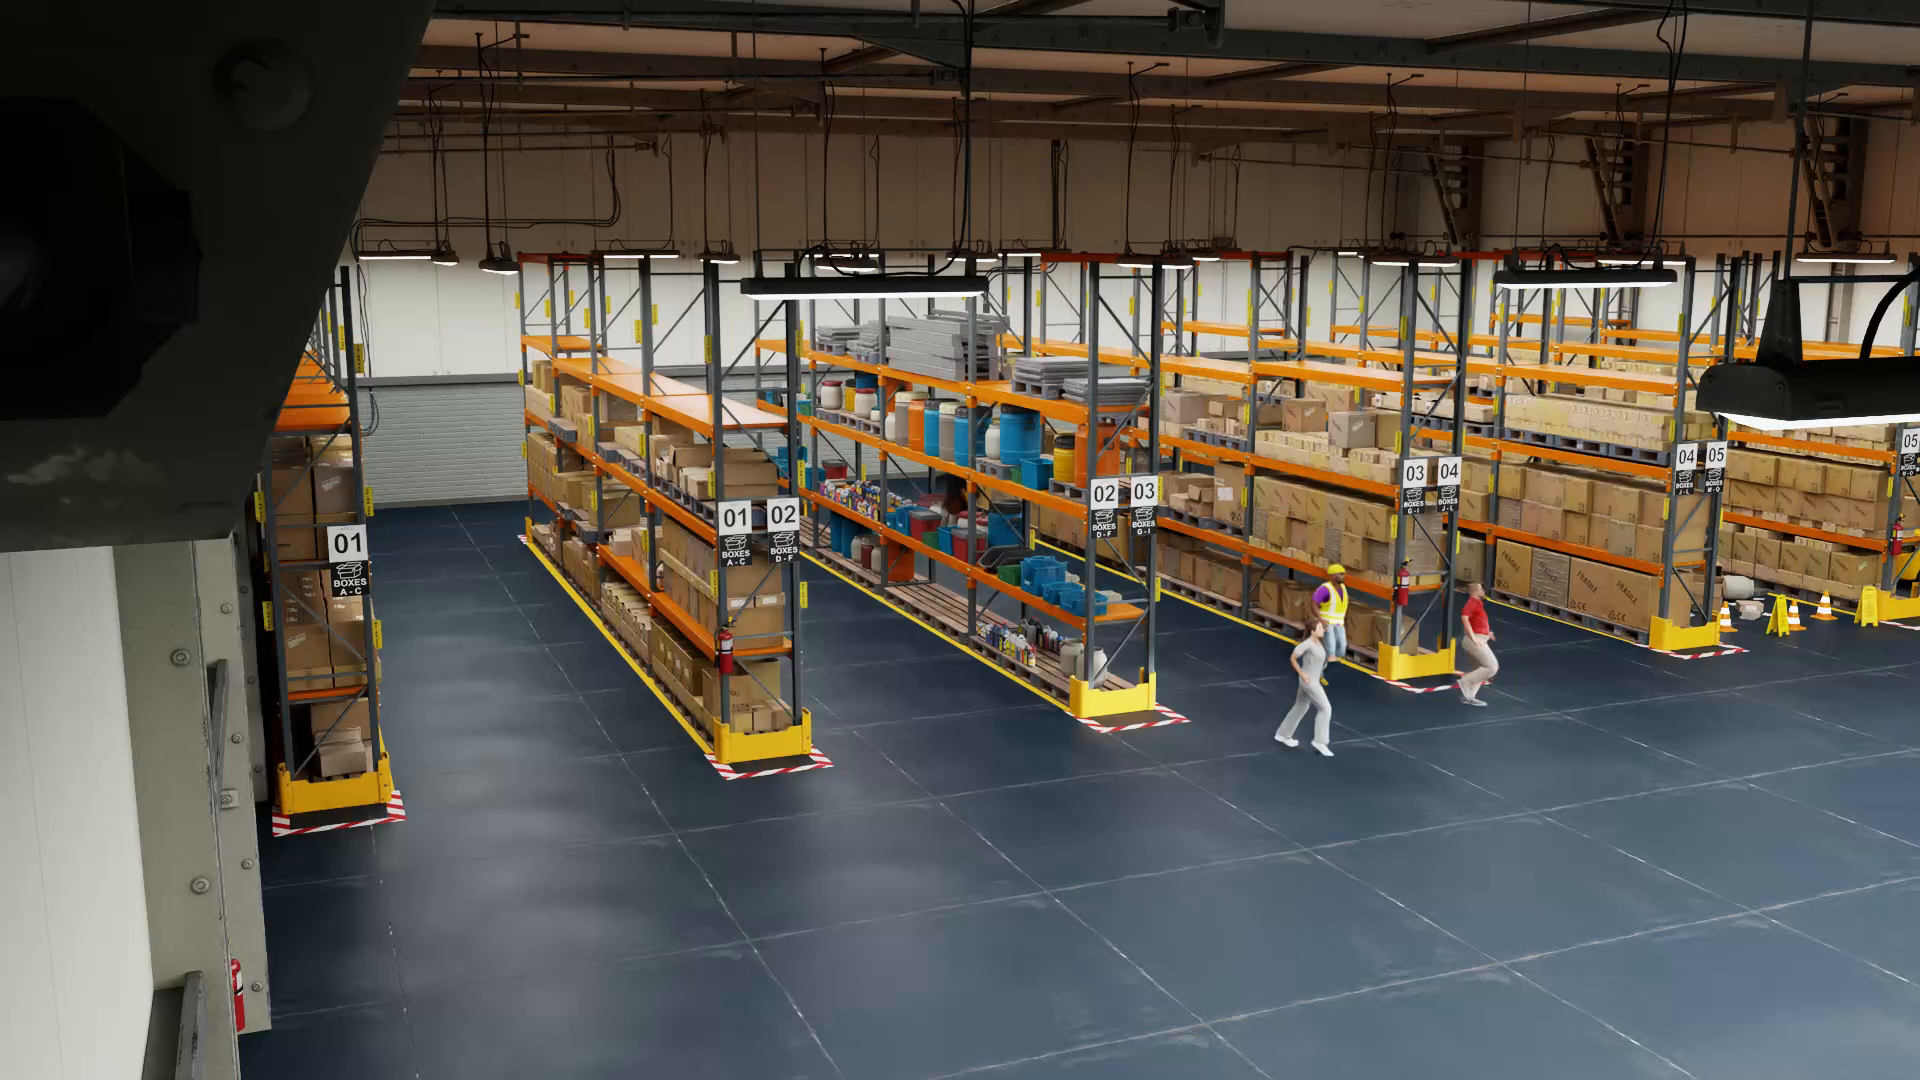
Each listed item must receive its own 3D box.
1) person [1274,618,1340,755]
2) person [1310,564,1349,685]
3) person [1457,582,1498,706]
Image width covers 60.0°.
[{"bbox_3d":[4.301,1.807,20.596,0.762,1.731,0.539,3,11,14],"label":"person"},{"bbox_3d":[5.309,1.193,23.858,0.746,1.695,0.550,-7,13,-35],"label":"person"},{"bbox_3d":[7.075,1.414,22.739,0.535,1.670,0.714,2,11,10],"label":"person"}]
